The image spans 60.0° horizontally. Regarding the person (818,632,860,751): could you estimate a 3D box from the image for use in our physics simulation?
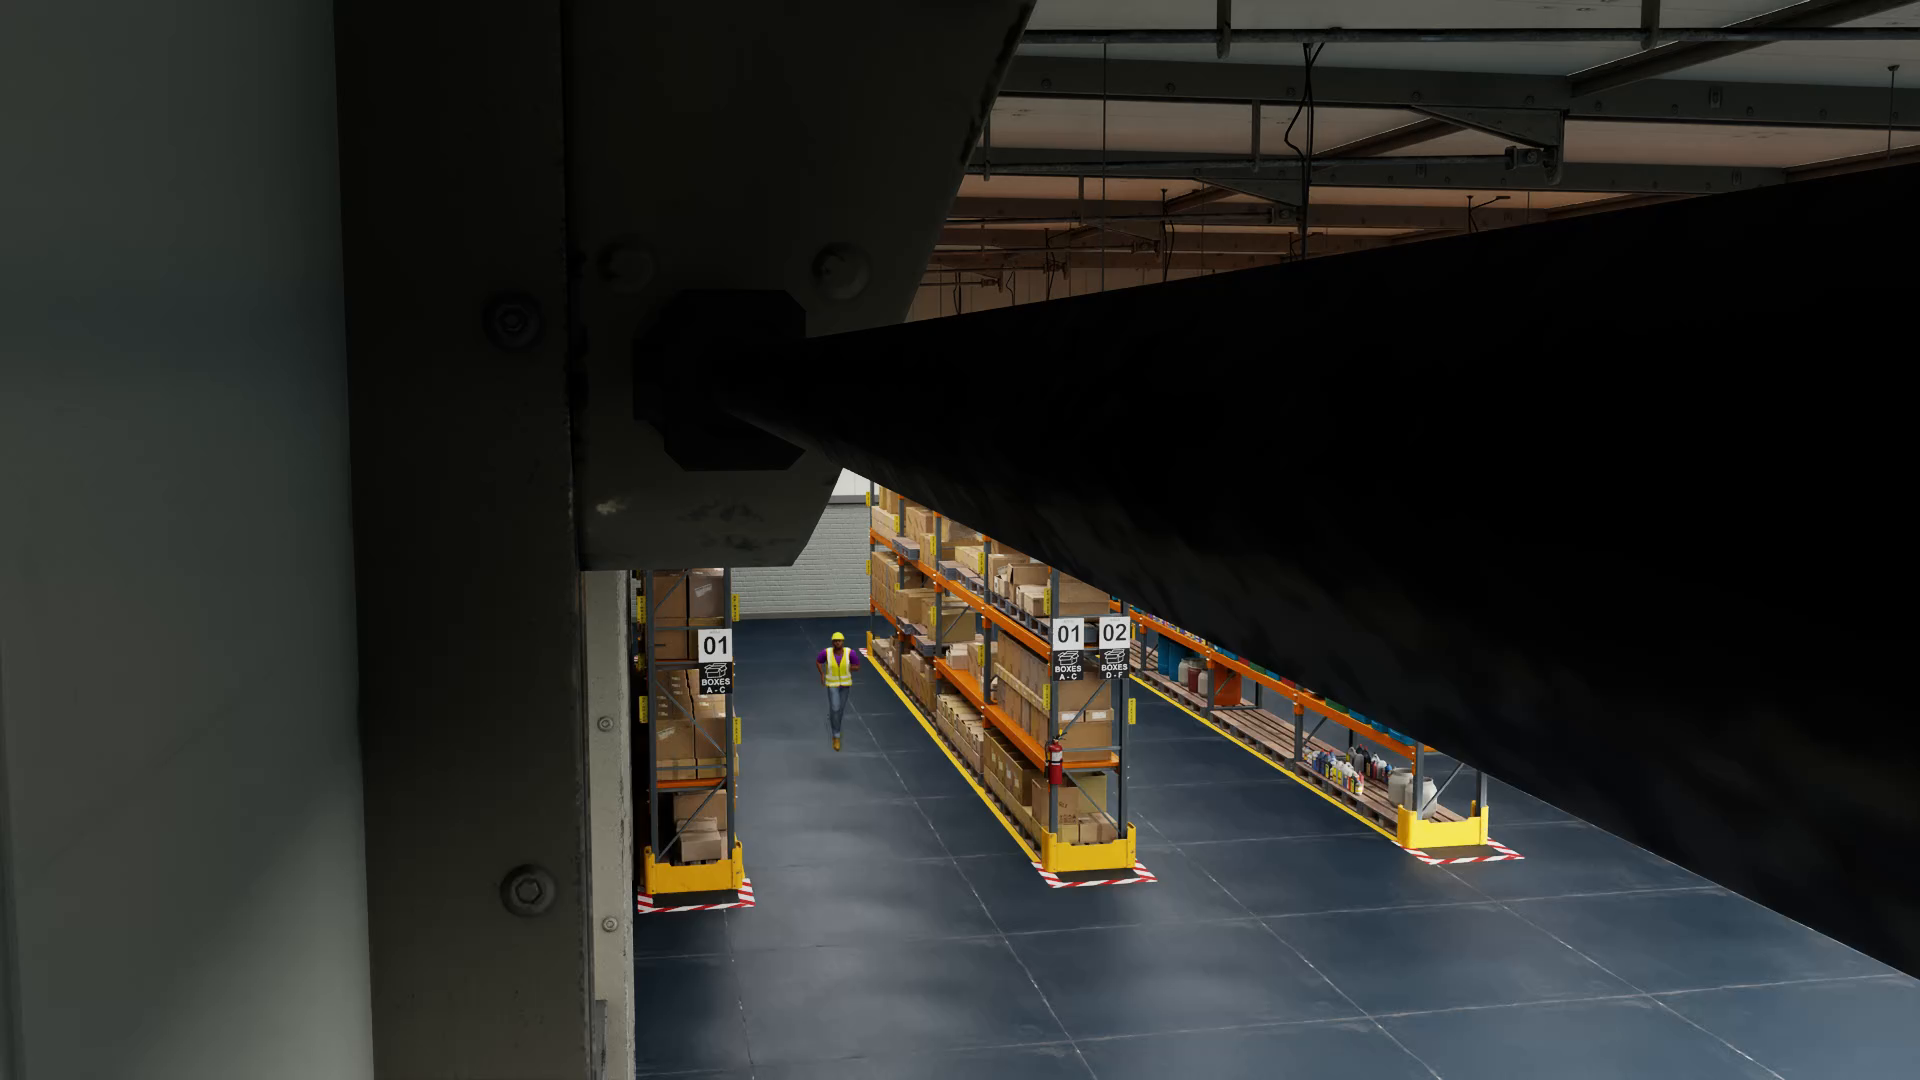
[{"bbox_3d":[-1.929,2.392,26.724,0.641,1.866,0.727,-2,6,-16],"label":"person"}]
